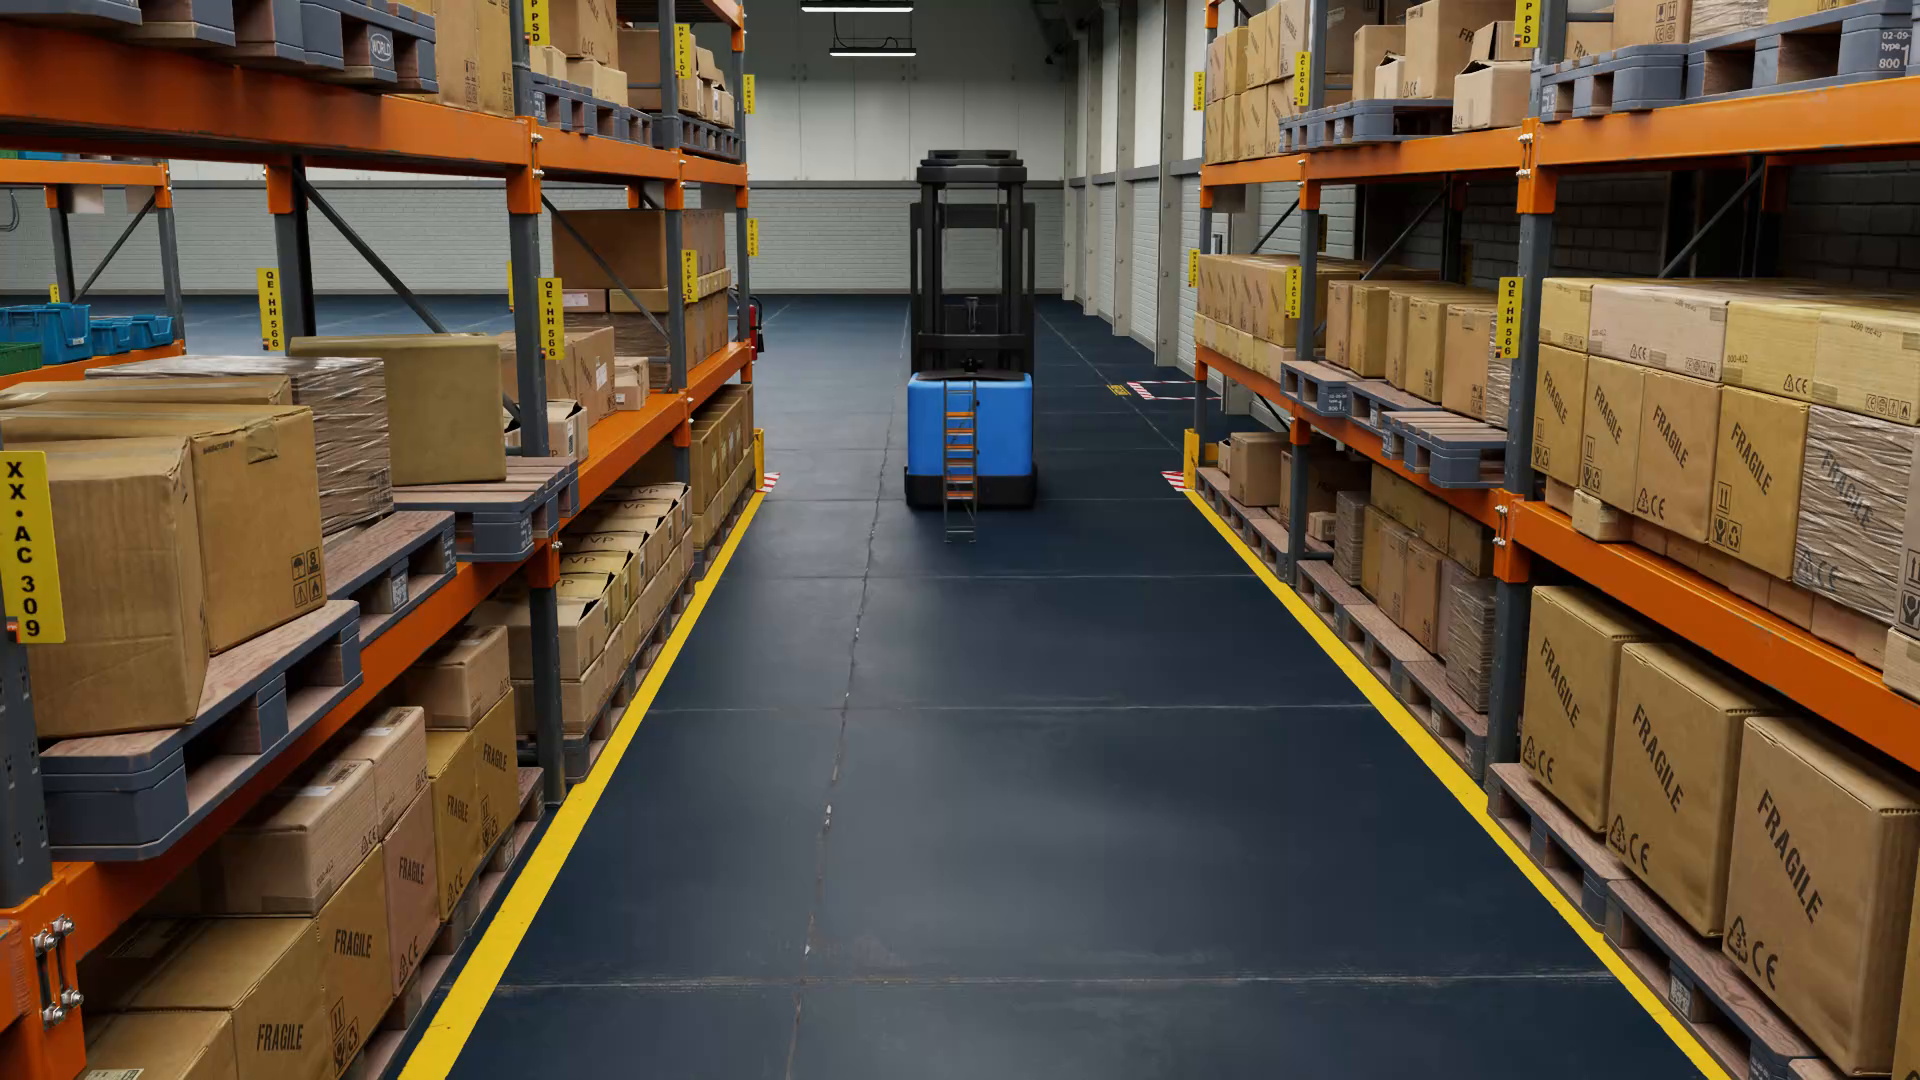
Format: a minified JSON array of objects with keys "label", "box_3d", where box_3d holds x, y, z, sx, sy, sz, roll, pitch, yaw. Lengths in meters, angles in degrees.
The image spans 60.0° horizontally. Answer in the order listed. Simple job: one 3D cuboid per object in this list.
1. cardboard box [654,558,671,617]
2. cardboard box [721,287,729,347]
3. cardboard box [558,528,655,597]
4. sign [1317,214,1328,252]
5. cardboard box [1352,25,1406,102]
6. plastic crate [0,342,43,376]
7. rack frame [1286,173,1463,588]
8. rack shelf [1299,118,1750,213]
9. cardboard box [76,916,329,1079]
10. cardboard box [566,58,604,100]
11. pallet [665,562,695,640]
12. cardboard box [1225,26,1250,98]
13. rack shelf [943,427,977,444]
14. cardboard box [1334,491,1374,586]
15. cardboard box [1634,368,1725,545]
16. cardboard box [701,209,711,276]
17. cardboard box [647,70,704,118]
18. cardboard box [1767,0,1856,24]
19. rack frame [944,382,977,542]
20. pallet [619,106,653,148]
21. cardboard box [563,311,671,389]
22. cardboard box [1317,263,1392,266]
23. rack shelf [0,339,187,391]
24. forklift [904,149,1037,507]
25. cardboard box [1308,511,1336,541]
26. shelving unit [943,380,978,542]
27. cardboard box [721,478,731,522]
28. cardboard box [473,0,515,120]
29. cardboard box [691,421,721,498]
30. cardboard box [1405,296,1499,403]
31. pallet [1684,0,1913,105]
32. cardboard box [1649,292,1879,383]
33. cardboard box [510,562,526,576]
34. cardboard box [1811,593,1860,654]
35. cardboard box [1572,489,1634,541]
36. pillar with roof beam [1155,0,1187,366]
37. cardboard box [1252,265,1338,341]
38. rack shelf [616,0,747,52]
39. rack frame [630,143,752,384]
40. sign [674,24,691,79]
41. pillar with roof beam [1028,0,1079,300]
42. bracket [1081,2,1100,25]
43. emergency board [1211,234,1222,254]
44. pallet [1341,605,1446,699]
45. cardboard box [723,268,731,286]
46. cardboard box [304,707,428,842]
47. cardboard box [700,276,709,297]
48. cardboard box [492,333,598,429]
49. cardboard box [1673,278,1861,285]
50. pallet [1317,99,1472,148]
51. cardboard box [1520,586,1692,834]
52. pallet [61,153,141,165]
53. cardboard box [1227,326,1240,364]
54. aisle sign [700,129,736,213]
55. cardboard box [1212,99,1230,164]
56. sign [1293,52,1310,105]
[{"label":"cardboard box","box_3d":[-1.948,0.277,9.511,0.500,0.250,0.500,0,11,0]},{"label":"cardboard box","box_3d":[-2.352,-1.900,14.129,0.700,0.500,0.500,0,11,-1]},{"label":"cardboard box","box_3d":[-1.940,0.100,8.971,0.500,0.311,0.500,0,11,-2]},{"label":"sign","box_3d":[3.159,-2.686,14.545,0.100,0.325,0.005,0,11,-1]},{"label":"cardboard box","box_3d":[2.617,-2.786,9.894,0.500,0.500,0.500,1,12,7]},{"label":"plastic crate","box_3d":[-6.965,-1.296,11.937,0.450,0.188,0.662,0,11,-1]},{"label":"rack frame","box_3d":[2.686,-1.170,10.781,1.000,3.000,0.127,0,11,-1]},{"label":"rack shelf","box_3d":[2.727,-1.890,8.595,1.077,0.370,4.000,0,11,-1]},{"label":"cardboard box","box_3d":[-1.890,1.248,4.044,0.500,0.500,0.500,0,11,0]},{"label":"cardboard box","box_3d":[-2.249,-2.519,9.210,0.500,0.250,0.500,-1,12,-7]},{"label":"pallet","box_3d":[-2.212,0.364,10.233,1.003,0.211,1.213,0,11,-1]},{"label":"cardboard box","box_3d":[2.350,-3.704,12.914,0.500,0.500,0.500,0,11,0]},{"label":"rack shelf","box_3d":[0.000,-0.783,12.415,0.258,0.103,0.180,0,11,-1]},{"label":"cardboard box","box_3d":[2.718,-0.014,10.265,0.700,0.500,0.500,0,11,1]},{"label":"cardboard box","box_3d":[2.534,-0.279,5.339,0.500,0.500,0.500,0,11,-1]},{"label":"cardboard box","box_3d":[-2.324,-2.321,12.939,0.700,0.500,0.500,0,11,-1]},{"label":"cardboard box","box_3d":[-2.024,-3.058,11.360,0.500,0.311,0.500,-1,12,-4]},{"label":"cardboard box","box_3d":[2.898,-1.798,4.975,0.700,0.500,0.500,0,11,2]},{"label":"rack frame","box_3d":[0.002,-0.573,12.364,0.240,1.200,0.006,0,11,-1]},{"label":"pallet","box_3d":[-2.235,-2.350,9.534,0.805,0.209,1.217,-1,11,-3]},{"label":"cardboard box","box_3d":[-2.282,-1.286,11.102,0.700,0.500,0.500,-1,11,-3]},{"label":"cardboard box","box_3d":[2.874,-1.770,12.179,0.500,0.500,0.500,0,11,0]},{"label":"rack shelf","box_3d":[-7.260,-1.174,12.611,1.077,0.370,4.000,0,11,-1]},{"label":"forklift","box_3d":[0.116,-1.958,14.837,1.130,2.935,3.031,0,11,1]},{"label":"cardboard box","box_3d":[2.645,-0.103,11.542,0.380,0.166,0.250,-2,12,-9]},{"label":"shelving unit","box_3d":[0.000,-0.591,12.454,0.258,1.200,0.189,0,11,-1]},{"label":"cardboard box","box_3d":[-1.983,-0.299,12.349,0.500,0.250,0.500,0,11,-1]},{"label":"cardboard box","box_3d":[-2.141,-1.786,6.023,0.910,0.500,0.500,0,11,-1]},{"label":"cardboard box","box_3d":[-1.981,-0.567,11.784,0.500,0.500,0.500,0,11,-1]},{"label":"cardboard box","box_3d":[2.701,-0.980,8.489,0.700,0.500,0.500,0,11,-1]},{"label":"pallet","box_3d":[2.861,-1.402,4.857,1.003,0.211,1.213,0,11,1]},{"label":"cardboard box","box_3d":[2.547,-0.649,5.279,0.500,0.250,0.500,0,11,-1]},{"label":"cardboard box","box_3d":[-2.466,0.207,8.445,0.500,0.311,0.500,0,11,-2]},{"label":"cardboard box","box_3d":[2.579,0.215,4.537,0.380,0.149,0.250,-1,11,-3]},{"label":"cardboard box","box_3d":[2.461,-0.092,6.048,0.380,0.149,0.250,0,11,1]},{"label":"pillar with roof beam","box_3d":[-1.069,-7.137,25.106,9.100,9.000,0.400,0,11,-1]},{"label":"cardboard box","box_3d":[2.351,-1.666,11.665,0.500,0.500,0.500,0,11,-1]},{"label":"rack shelf","box_3d":[-2.308,-3.938,12.151,1.077,0.370,4.000,0,11,-1]},{"label":"rack frame","box_3d":[-2.349,-1.944,14.596,1.000,3.000,0.127,0,11,-1]},{"label":"sign","box_3d":[-1.724,-3.031,10.317,0.100,0.325,0.005,0,11,-1]},{"label":"pillar with roof beam","box_3d":[-1.441,-10.715,42.743,9.100,9.000,0.548,0,11,-1]},{"label":"bracket","box_3d":[2.694,-10.708,33.655,0.076,0.066,4.783,0,11,-1]},{"label":"emergency board","box_3d":[3.346,-3.513,22.333,0.194,1.169,0.643,0,11,-1]},{"label":"pallet","box_3d":[2.732,0.595,9.097,1.003,0.211,1.213,0,11,-1]},{"label":"cardboard box","box_3d":[-2.151,-2.236,14.151,0.380,0.149,0.250,0,11,-2]},{"label":"cardboard box","box_3d":[-1.899,0.688,4.919,0.500,0.250,0.500,0,11,-2]},{"label":"cardboard box","box_3d":[-2.117,-1.927,12.632,0.380,0.149,0.250,0,11,-2]},{"label":"cardboard box","box_3d":[-2.246,-0.841,8.907,0.500,0.500,0.500,0,11,-1]},{"label":"cardboard box","box_3d":[3.037,-0.858,6.306,0.500,0.250,0.500,0,11,0]},{"label":"pallet","box_3d":[2.617,-2.219,8.878,1.213,0.211,1.003,0,11,-1]},{"label":"cardboard box","box_3d":[2.653,0.620,6.310,0.750,0.750,0.750,0,11,-2]},{"label":"pallet","box_3d":[-7.382,-3.137,13.408,1.003,0.211,1.213,0,11,-1]},{"label":"cardboard box","box_3d":[2.334,-1.498,12.725,0.500,0.250,0.500,0,11,-1]},{"label":"aisle sign","box_3d":[-2.057,-3.232,14.408,0.394,0.787,0.004,0,11,-1]},{"label":"cardboard box","box_3d":[2.336,-3.319,13.530,0.500,0.500,0.500,1,11,3]},{"label":"sign","box_3d":[2.144,-2.889,10.413,0.100,0.325,0.005,0,11,-1]}]
